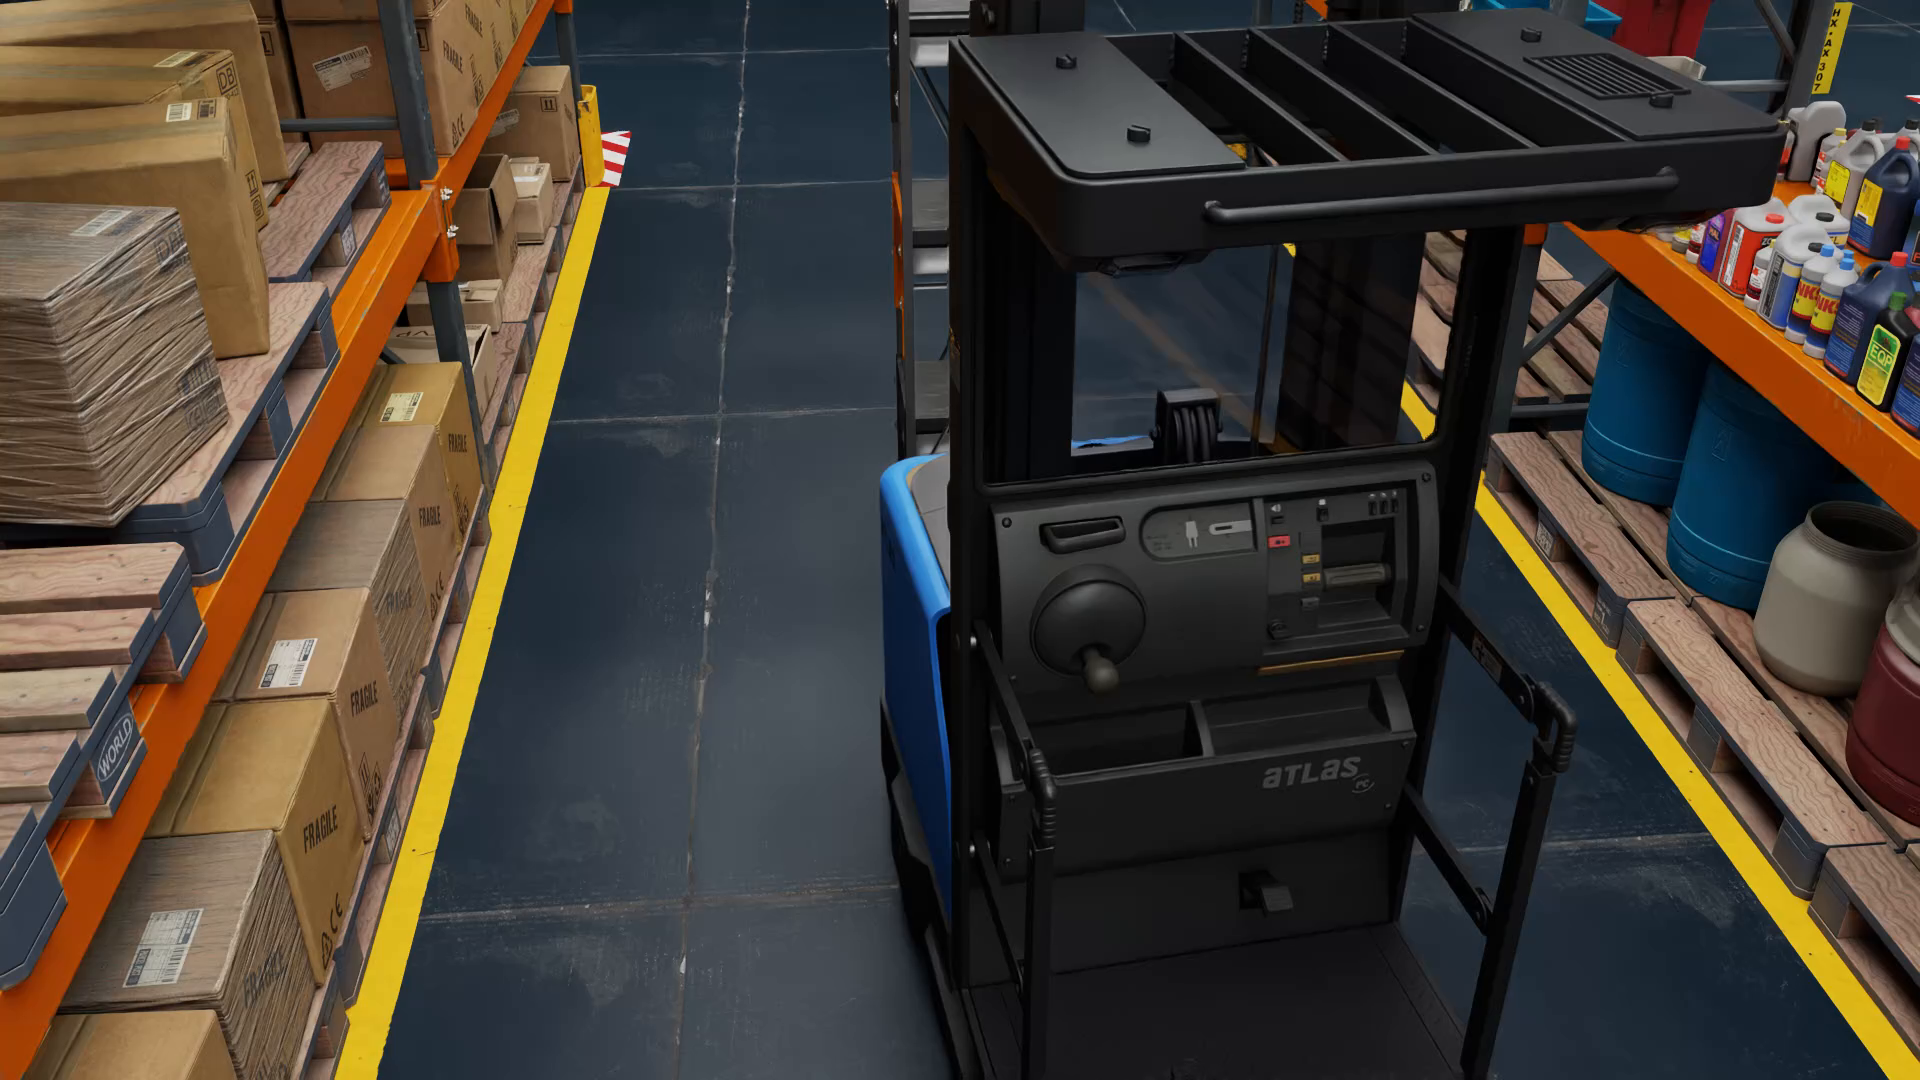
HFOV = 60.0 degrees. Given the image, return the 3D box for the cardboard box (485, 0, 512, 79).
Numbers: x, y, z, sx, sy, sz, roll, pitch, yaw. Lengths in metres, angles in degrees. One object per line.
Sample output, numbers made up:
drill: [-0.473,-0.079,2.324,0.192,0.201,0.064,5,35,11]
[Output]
cardboard box: [-2.199,-2.239,6.976,0.500,0.500,0.500,-3,31,-5]

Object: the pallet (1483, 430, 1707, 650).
pallet: [2.635,-0.048,6.125,1.003,0.211,1.213,-3,31,-5]

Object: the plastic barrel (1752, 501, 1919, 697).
plastic barrel: [2.668,0.179,5.042,0.421,0.512,0.421,0,31,0]

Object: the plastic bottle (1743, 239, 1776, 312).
plastic bottle: [2.338,-0.768,4.805,0.097,0.201,0.097,0,31,0]

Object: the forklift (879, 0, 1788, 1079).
forklift: [0.573,0.128,3.178,1.130,2.935,3.031,-6,31,-10]

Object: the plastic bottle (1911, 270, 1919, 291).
plastic bottle: [2.522,-0.587,4.434,0.097,0.271,0.097,0,31,0]

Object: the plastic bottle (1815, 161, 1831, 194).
plastic bottle: [2.875,-1.168,5.475,0.097,0.201,0.097,0,31,0]

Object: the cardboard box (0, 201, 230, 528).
cardboard box: [-2.020,-0.379,3.453,0.700,0.500,0.500,3,31,5]

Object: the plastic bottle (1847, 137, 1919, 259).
plastic bottle: [2.890,-1.065,5.156,0.144,0.351,0.185,-3,31,-5]

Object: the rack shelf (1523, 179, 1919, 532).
rack shelf: [2.791,-0.311,4.548,1.077,0.370,4.000,-3,31,-5]

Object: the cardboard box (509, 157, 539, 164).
cardboard box: [-2.457,-1.944,8.913,0.380,0.166,0.250,-3,31,-5]

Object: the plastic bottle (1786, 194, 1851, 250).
plastic bottle: [2.506,-0.868,4.899,0.152,0.276,0.135,-3,31,-5]

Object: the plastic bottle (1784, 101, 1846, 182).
plastic bottle: [2.963,-1.402,5.794,0.152,0.276,0.135,-3,31,-5]

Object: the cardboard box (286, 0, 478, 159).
cardboard box: [-2.104,-1.722,6.110,0.500,0.500,0.500,-2,31,-3]

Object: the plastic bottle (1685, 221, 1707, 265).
plastic bottle: [2.304,-0.955,5.117,0.097,0.201,0.097,0,31,0]

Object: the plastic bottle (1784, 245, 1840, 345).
plastic bottle: [2.360,-0.680,4.589,0.097,0.271,0.097,0,31,0]

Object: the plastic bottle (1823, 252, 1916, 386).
plastic bottle: [2.406,-0.593,4.366,0.144,0.351,0.185,-3,31,-5]

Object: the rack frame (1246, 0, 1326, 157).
rack frame: [2.231,-3.684,9.492,1.000,3.000,0.127,-3,31,-5]

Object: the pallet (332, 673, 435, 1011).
pallet: [-2.097,0.829,4.656,1.003,0.211,1.213,-3,31,-5]

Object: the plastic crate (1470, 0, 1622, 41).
plastic crate: [2.221,-1.882,6.433,0.392,0.384,0.575,-3,31,-5]

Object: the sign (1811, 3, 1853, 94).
sign: [3.152,-1.786,6.044,0.100,0.325,0.005,-3,31,-5]

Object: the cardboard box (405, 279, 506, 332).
cardboard box: [-2.242,-1.044,7.407,0.380,0.166,0.250,-3,31,-5]

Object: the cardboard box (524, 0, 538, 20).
cardboard box: [-2.295,-2.756,7.841,0.500,0.500,0.500,-3,31,-4]

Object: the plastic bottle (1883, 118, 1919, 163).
plastic bottle: [3.016,-1.167,5.326,0.144,0.351,0.185,-3,31,-5]

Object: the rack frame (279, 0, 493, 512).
rack frame: [-2.328,-1.406,5.679,1.000,3.000,0.127,-3,31,-5]

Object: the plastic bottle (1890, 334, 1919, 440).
plastic bottle: [2.435,-0.431,4.094,0.144,0.351,0.185,-3,31,-5]

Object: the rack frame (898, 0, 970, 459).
rack frame: [0.007,-0.861,5.644,0.400,2.100,0.015,-3,31,-5]

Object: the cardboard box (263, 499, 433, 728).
cardboard box: [-1.912,0.225,4.956,0.500,0.500,0.500,-2,31,-4]

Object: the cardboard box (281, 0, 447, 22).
cardboard box: [-2.092,-2.132,5.822,0.500,0.500,0.500,-2,31,-3]

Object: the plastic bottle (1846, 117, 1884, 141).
plastic bottle: [3.030,-1.290,5.598,0.061,0.283,0.133,-3,31,-5]

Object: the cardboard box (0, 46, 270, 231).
cardboard box: [-2.379,-1.029,4.540,0.700,0.500,0.500,2,31,3]

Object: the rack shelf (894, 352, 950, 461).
rack shelf: [-0.015,-0.373,6.219,0.431,0.518,0.480,-3,31,-5]

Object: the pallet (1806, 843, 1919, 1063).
pallet: [2.863,1.197,4.039,1.003,0.211,1.213,-3,31,-5]

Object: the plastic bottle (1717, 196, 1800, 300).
plastic bottle: [2.355,-0.861,4.887,0.152,0.276,0.135,-3,31,-5]

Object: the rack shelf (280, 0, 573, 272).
rack shelf: [-2.514,-2.118,7.573,1.077,0.370,4.000,-3,31,-5]

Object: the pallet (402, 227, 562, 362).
pallet: [-2.508,-1.184,8.026,1.003,0.211,1.213,-3,31,-5]

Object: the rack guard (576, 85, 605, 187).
rack guard: [-2.694,-2.336,9.674,1.175,0.500,0.348,-3,31,-5]

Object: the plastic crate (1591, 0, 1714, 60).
plastic crate: [2.771,-2.162,6.824,0.402,0.464,0.583,-3,31,-5]

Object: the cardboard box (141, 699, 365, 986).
cardboard box: [-1.808,0.751,4.076,0.500,0.500,0.500,-3,31,-5]

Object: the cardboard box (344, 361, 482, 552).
cardboard box: [-1.996,-0.283,5.808,0.500,0.500,0.500,-3,31,-5]

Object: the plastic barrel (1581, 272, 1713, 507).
plastic barrel: [2.638,-0.642,6.037,0.600,0.901,0.708,-3,31,-5]

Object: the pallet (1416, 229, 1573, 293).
pallet: [2.380,-1.442,8.458,1.003,0.211,1.213,-3,31,-5]

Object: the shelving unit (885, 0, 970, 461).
shelving unit: [-0.015,-0.986,5.853,0.431,2.100,0.503,-3,31,-5]

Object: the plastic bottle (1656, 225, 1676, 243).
plastic bottle: [2.286,-1.084,5.265,0.097,0.271,0.097,0,31,0]

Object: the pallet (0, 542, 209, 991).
pallet: [-2.087,0.376,2.883,1.213,0.211,1.003,-3,31,-5]

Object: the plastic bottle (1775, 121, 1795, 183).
plastic bottle: [2.841,-1.355,5.787,0.097,0.201,0.097,0,31,0]

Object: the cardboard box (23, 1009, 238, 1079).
cardboard box: [-1.712,1.274,3.200,0.500,0.500,0.500,-1,31,-2]

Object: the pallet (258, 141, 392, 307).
pallet: [-2.362,-0.910,5.036,1.003,0.211,1.213,-3,31,-5]

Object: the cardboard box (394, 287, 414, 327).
cardboard box: [-2.733,-1.101,7.361,0.500,0.311,0.500,-3,31,-5]
